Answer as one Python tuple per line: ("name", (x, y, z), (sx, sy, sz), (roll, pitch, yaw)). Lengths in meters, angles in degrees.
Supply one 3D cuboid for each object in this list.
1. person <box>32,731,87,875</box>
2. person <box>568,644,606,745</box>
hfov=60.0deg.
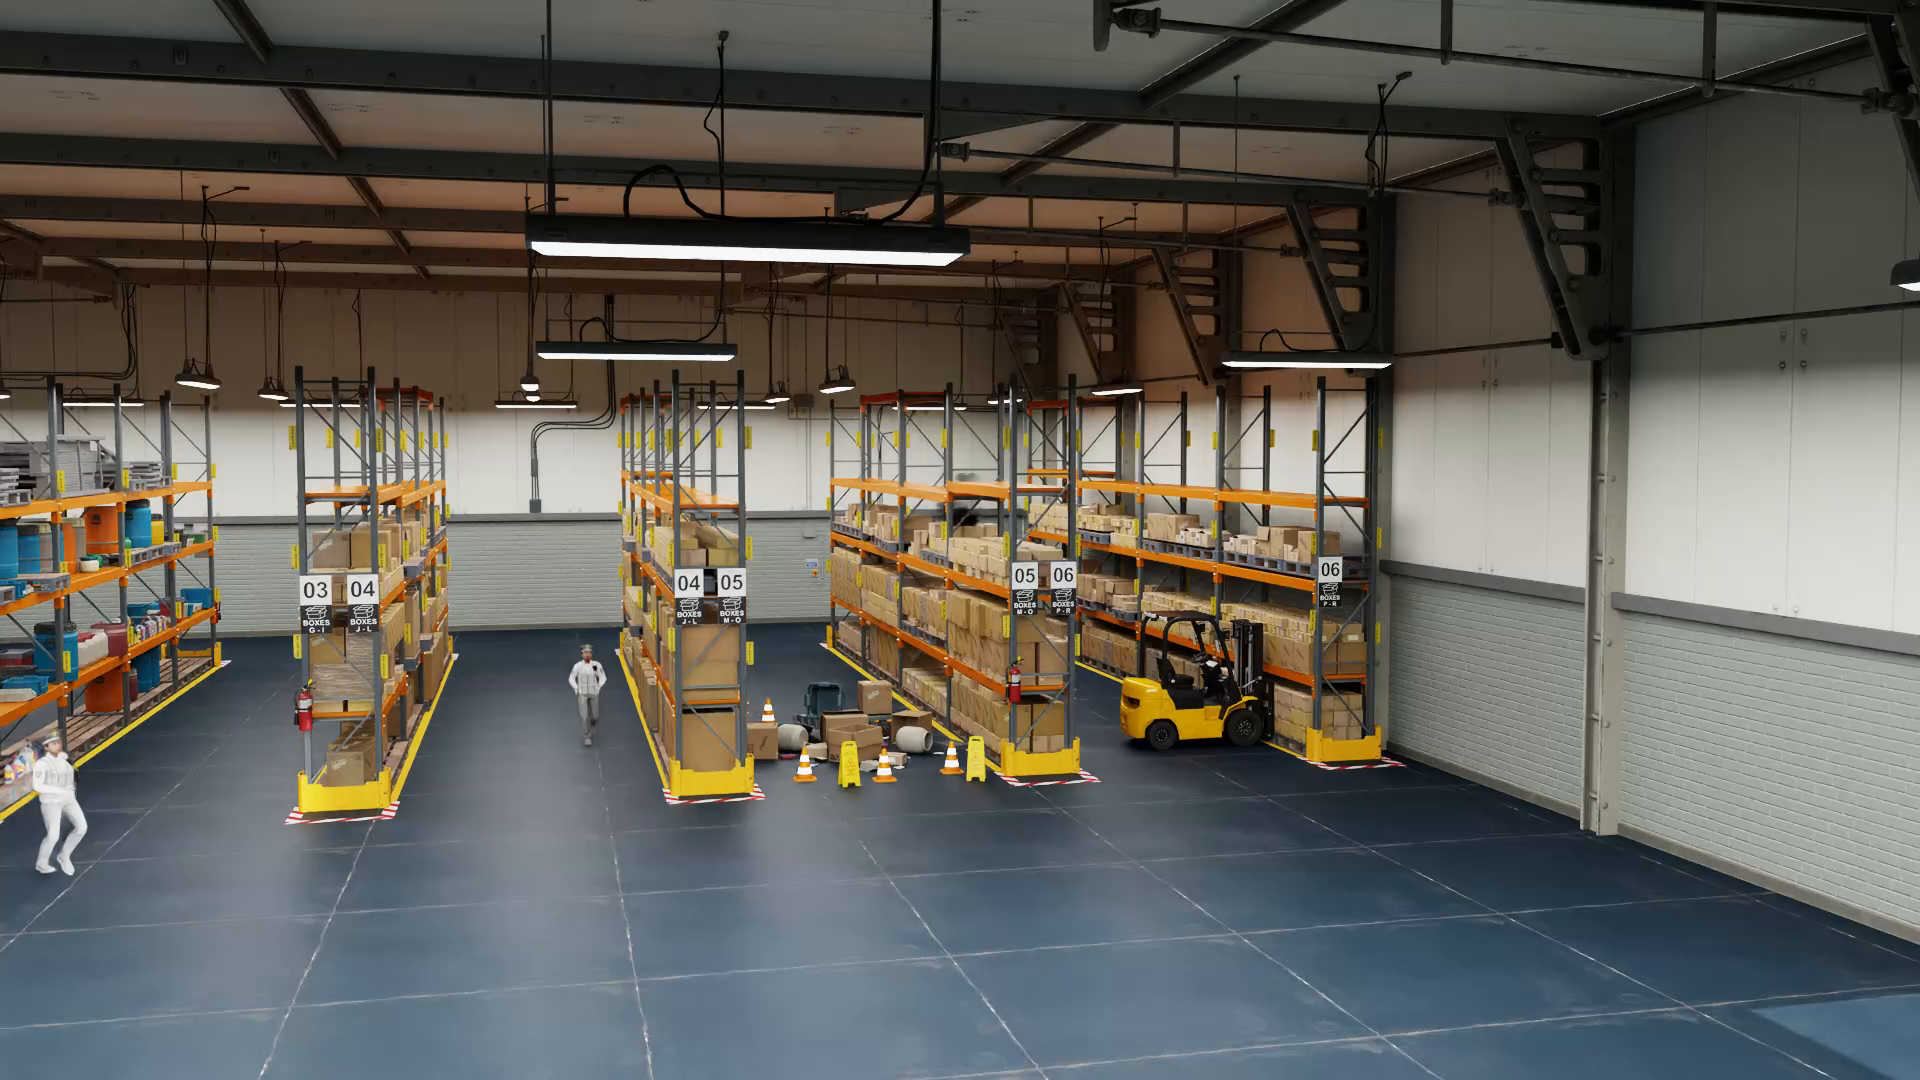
("person", (-10.377, 3.025, 19.148), (0.644, 1.685, 0.619), (1, 4, 23))
("person", (-6.148, 2.538, 27.452), (0.614, 1.647, 0.540), (-1, 4, -15))
